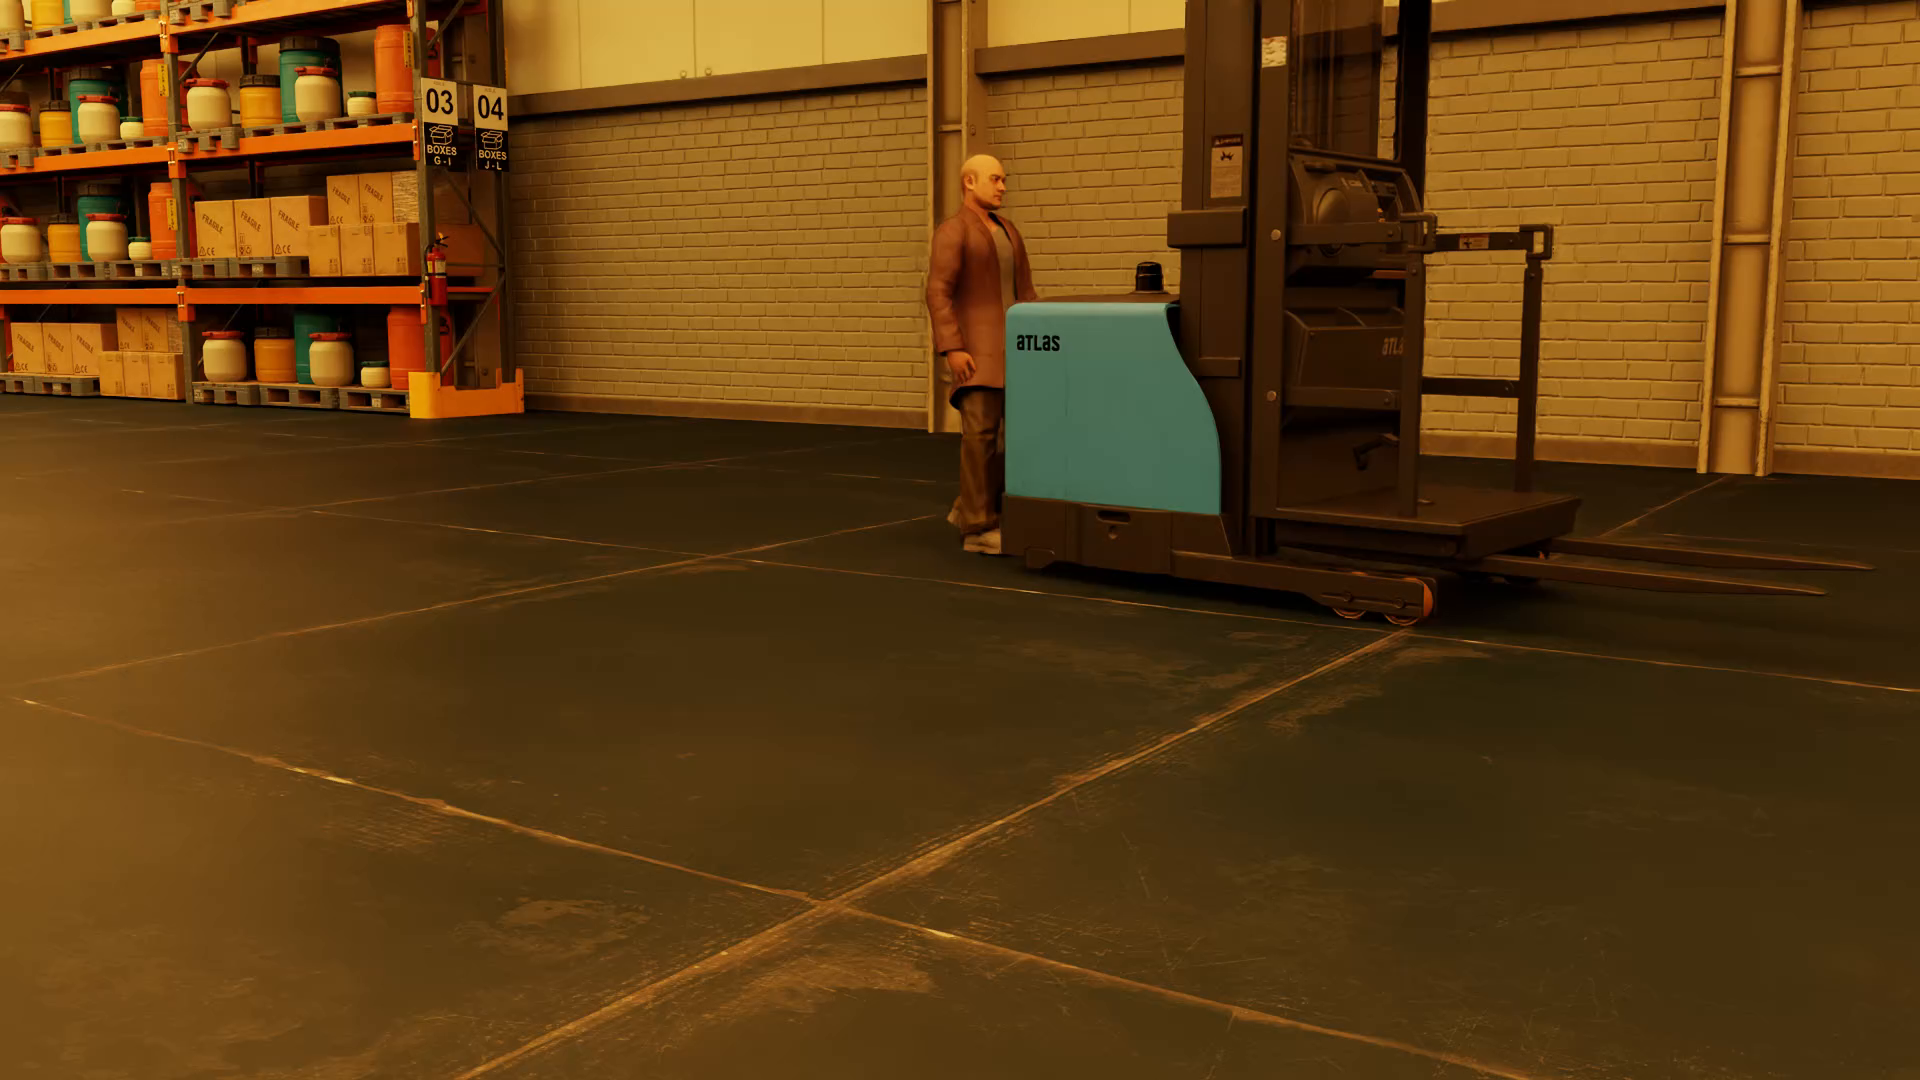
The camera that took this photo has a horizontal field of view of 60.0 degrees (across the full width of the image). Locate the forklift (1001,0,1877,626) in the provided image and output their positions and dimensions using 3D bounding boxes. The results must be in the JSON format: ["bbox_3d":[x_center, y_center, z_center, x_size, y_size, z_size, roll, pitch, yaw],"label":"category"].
[{"bbox_3d":[1.613,-1.245,5.948,3.031,2.935,1.130,7,11,40],"label":"forklift"}]

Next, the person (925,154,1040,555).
[{"bbox_3d":[0.221,-0.832,7.365,0.693,1.734,0.758,8,11,44],"label":"person"}]
